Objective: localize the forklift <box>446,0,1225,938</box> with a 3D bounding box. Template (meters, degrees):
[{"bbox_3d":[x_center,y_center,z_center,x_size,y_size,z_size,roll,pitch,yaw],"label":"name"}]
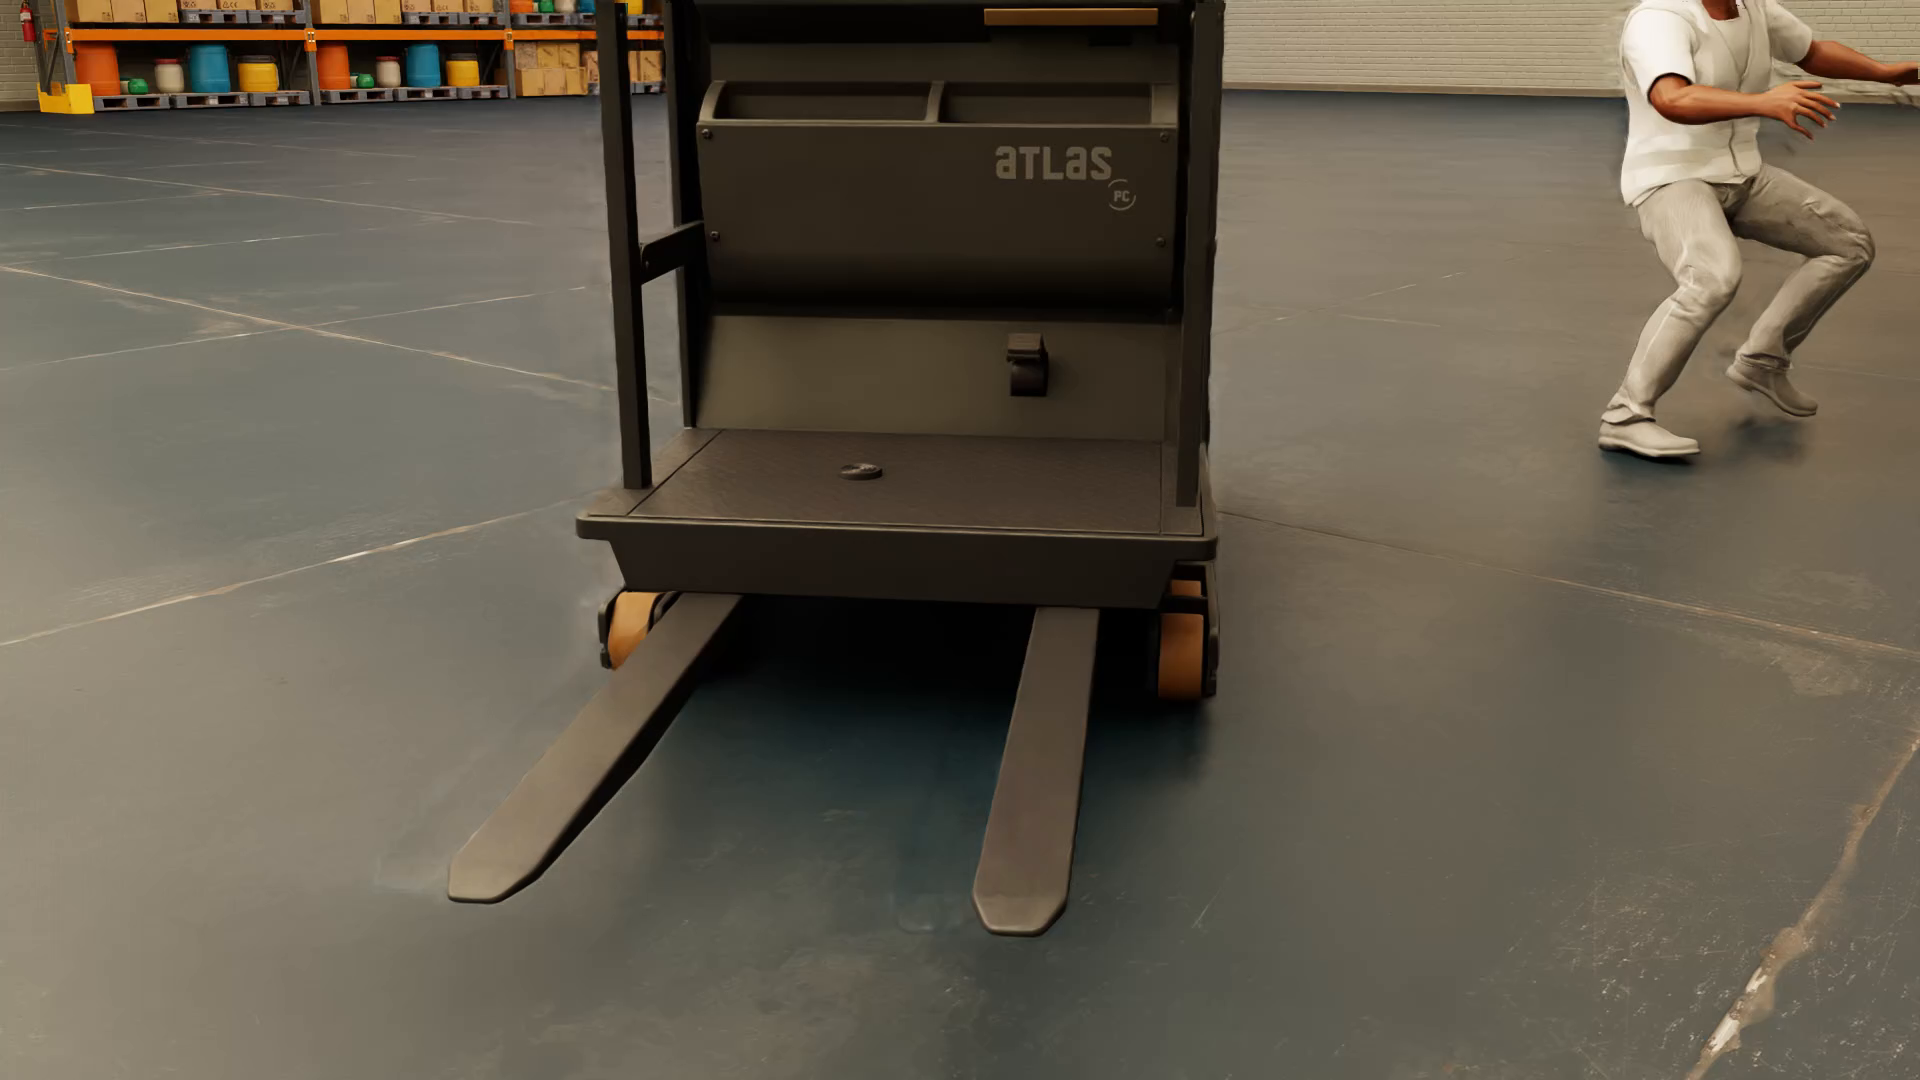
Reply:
[{"bbox_3d":[-0.069,-1.216,2.900,1.121,2.935,3.031,2,17,6],"label":"forklift"}]

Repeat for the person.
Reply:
[{"bbox_3d":[2.313,-1.067,4.799,1.019,1.550,0.780,-9,19,-27],"label":"person"}]
